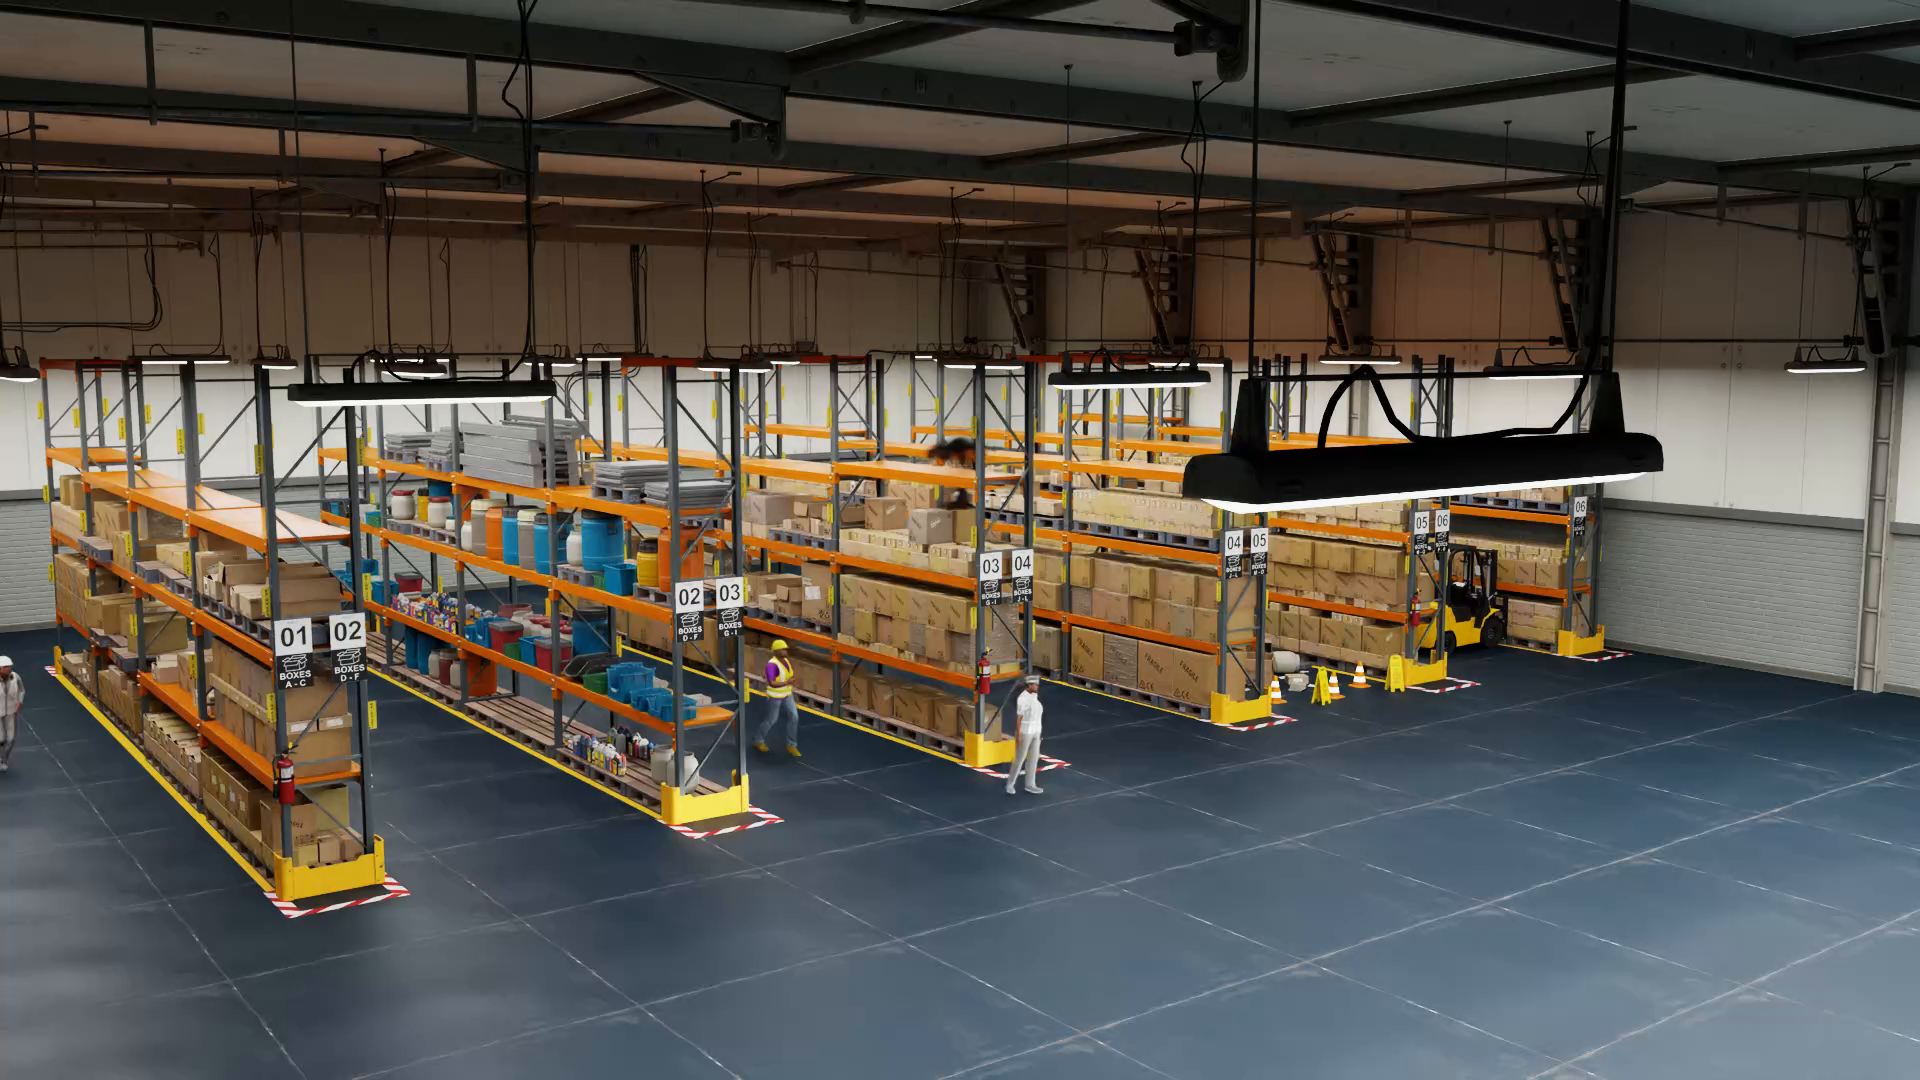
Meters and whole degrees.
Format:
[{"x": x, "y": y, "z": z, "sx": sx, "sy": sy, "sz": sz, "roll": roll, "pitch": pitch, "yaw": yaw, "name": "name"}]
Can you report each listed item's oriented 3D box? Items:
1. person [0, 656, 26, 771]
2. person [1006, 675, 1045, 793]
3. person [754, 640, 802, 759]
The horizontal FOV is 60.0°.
[{"x": -14.180, "y": 2.543, "z": 24.599, "sx": 0.681, "sy": 1.711, "sz": 0.659, "roll": 6, "pitch": 9, "yaw": 40, "name": "person"}, {"x": 0.902, "y": 2.721, "z": 23.296, "sx": 0.482, "sy": 1.675, "sz": 0.551, "roll": 5, "pitch": 9, "yaw": 36, "name": "person"}, {"x": -2.762, "y": 2.414, "z": 25.318, "sx": 0.868, "sy": 1.823, "sz": 0.669, "roll": 4, "pitch": 8, "yaw": 32, "name": "person"}]
